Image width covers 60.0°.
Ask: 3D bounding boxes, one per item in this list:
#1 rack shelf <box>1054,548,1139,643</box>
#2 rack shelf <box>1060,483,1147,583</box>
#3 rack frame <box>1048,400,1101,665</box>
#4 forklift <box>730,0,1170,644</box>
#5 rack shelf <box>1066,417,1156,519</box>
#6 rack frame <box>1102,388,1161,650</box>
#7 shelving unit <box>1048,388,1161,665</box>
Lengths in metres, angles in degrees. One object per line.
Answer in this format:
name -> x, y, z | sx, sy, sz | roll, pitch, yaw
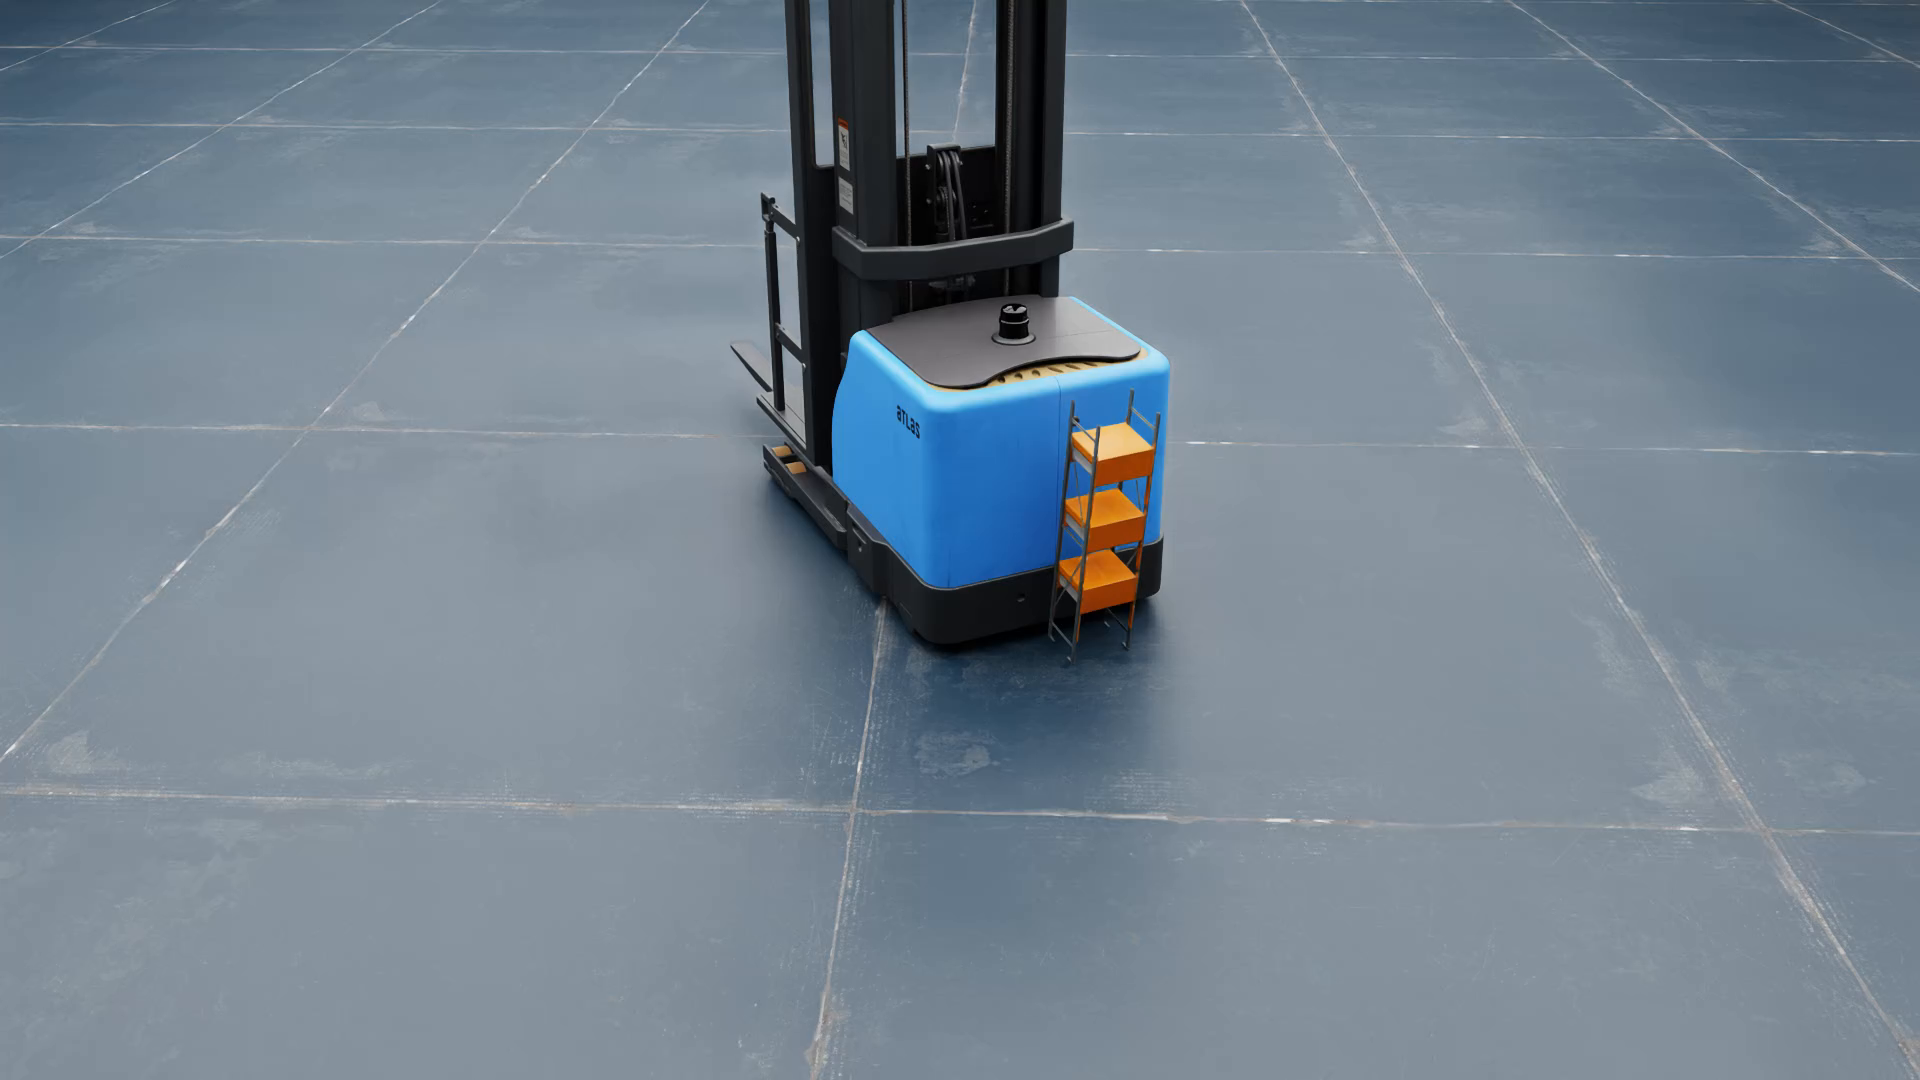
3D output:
rack shelf -> 0.511, 0.203, 6.336 | 0.240, 0.259, 0.215 | -13, 37, -23
rack shelf -> 0.525, -0.027, 6.181 | 0.240, 0.259, 0.215 | -13, 37, -23
rack frame -> 0.416, -0.011, 6.128 | 0.008, 1.050, 0.200 | -13, 37, -23
forklift -> -0.265, -1.563, 7.069 | 1.130, 2.935, 3.031 | -12, 30, -22
rack shelf -> 0.539, -0.262, 6.022 | 0.240, 0.259, 0.215 | -13, 37, -23
rack frame -> 0.635, -0.061, 6.222 | 0.008, 1.050, 0.200 | -13, 37, -23
shelving unit -> 0.525, -0.036, 6.175 | 0.252, 1.050, 0.215 | -13, 37, -23
